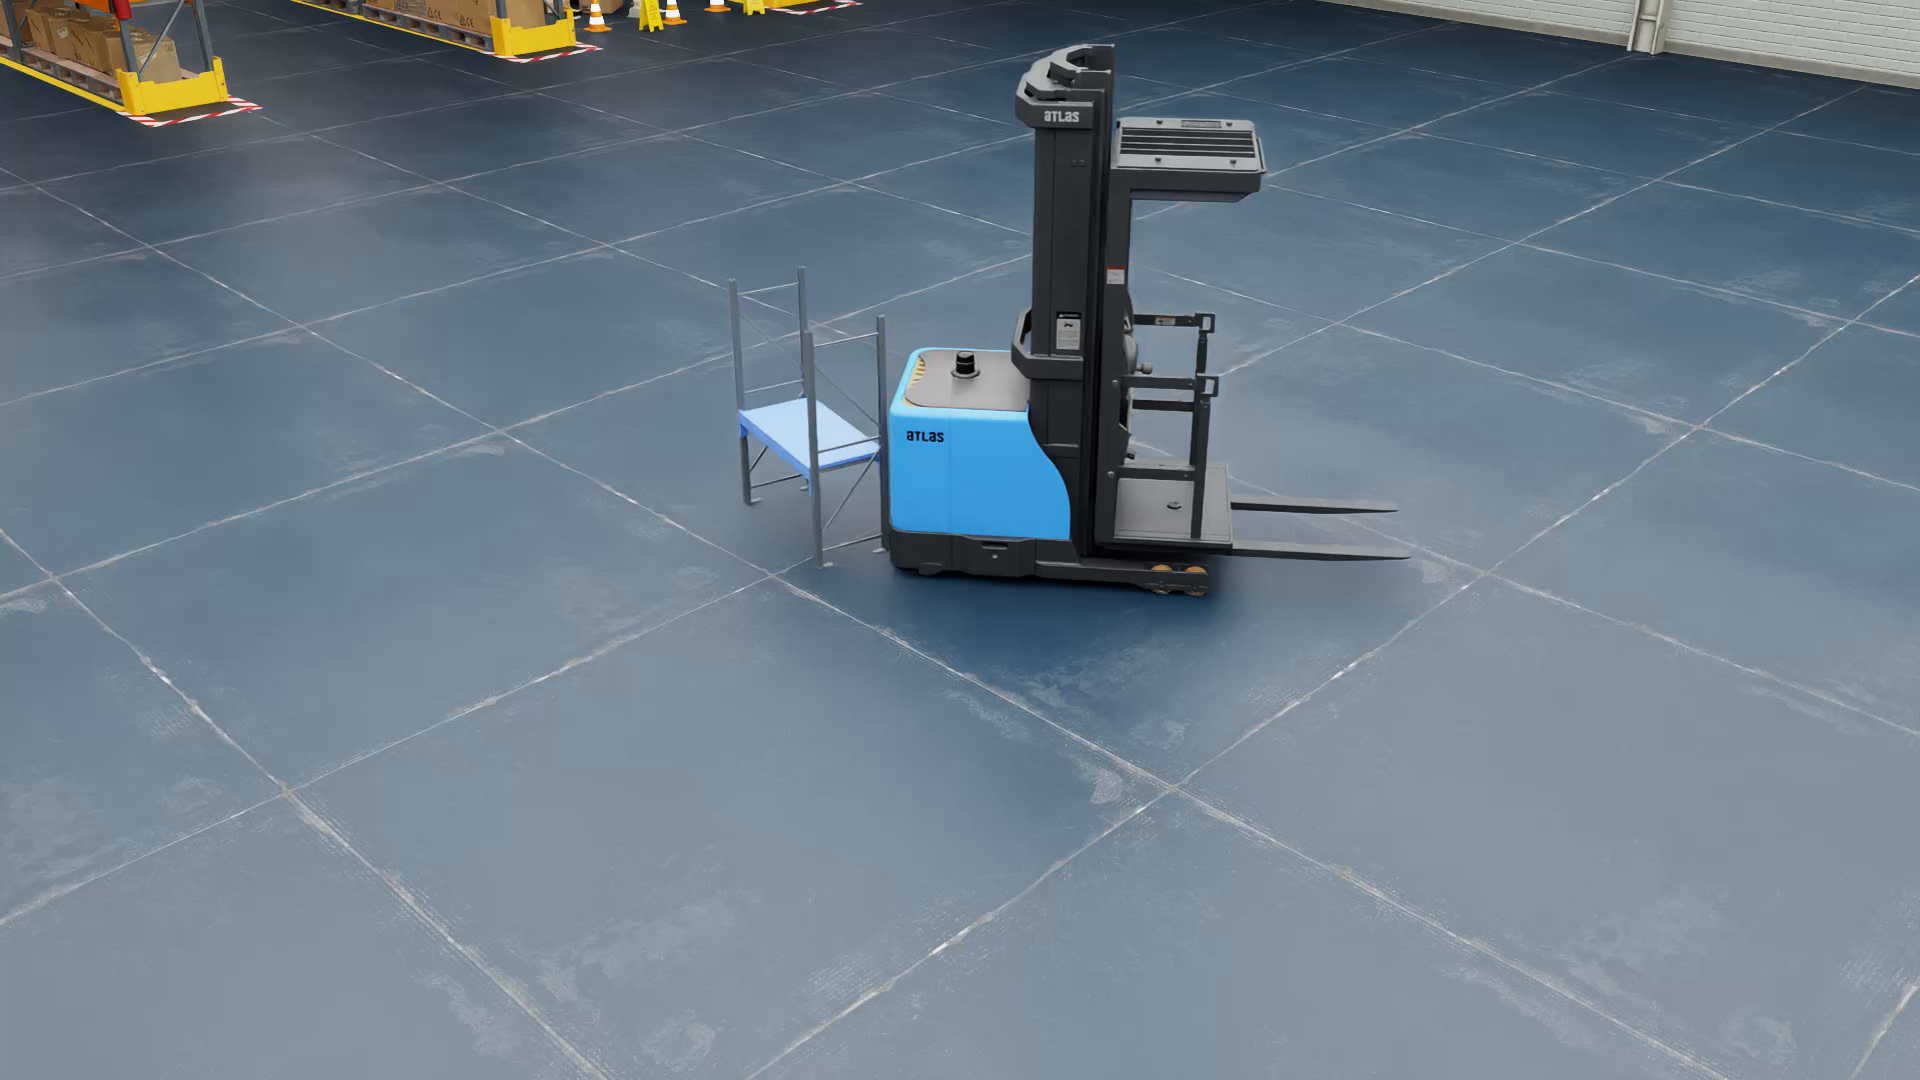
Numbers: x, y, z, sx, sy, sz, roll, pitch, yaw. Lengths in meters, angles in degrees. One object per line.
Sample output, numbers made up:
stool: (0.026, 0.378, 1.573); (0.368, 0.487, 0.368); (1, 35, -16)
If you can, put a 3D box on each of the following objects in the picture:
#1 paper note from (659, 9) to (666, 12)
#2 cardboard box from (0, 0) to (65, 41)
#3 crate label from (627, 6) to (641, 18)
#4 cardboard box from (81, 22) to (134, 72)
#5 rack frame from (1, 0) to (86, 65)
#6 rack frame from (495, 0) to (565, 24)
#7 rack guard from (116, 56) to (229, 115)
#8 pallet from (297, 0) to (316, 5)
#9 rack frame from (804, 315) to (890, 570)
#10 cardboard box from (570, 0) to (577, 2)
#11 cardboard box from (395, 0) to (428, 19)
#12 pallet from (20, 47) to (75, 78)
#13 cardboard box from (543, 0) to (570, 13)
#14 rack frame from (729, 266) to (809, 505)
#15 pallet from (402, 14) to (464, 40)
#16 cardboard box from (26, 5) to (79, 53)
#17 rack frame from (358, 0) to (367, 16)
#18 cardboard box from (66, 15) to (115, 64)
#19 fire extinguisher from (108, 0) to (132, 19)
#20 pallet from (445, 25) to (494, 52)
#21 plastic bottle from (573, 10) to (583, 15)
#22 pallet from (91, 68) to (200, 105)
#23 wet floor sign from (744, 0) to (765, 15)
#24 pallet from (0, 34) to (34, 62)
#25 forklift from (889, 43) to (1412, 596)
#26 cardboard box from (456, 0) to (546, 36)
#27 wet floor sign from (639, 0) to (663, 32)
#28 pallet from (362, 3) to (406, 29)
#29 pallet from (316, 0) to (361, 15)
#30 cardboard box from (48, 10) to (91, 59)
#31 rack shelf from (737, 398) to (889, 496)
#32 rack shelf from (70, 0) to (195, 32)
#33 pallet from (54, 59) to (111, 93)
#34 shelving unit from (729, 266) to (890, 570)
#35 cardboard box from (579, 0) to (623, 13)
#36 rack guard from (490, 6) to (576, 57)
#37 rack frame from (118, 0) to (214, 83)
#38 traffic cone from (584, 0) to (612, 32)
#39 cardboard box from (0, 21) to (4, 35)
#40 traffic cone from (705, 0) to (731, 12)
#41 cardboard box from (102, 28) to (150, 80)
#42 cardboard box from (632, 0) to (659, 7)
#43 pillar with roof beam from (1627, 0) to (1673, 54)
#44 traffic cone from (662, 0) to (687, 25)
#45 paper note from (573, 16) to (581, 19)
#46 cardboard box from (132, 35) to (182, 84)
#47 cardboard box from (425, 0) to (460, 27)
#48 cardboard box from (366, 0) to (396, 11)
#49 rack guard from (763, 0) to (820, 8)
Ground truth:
paper note: (-4.650, -8.250, 25.906); (0.142, 0.019, 0.148); (12, 30, 22)
cardboard box: (-12.804, -7.228, 22.987); (0.500, 0.500, 0.700); (21, 34, 35)
crate label: (-4.932, -8.118, 25.541); (0.298, 0.136, 0.250); (7, 29, 13)
cardboard box: (-10.846, -6.310, 21.262); (0.500, 0.500, 0.500); (-21, 34, -35)
rack frame: (-12.381, -7.932, 22.113); (0.127, 3.000, 1.000); (25, 36, 38)
rack frame: (-5.979, -8.240, 22.698); (0.127, 3.000, 1.000); (25, 36, 38)
rack guard: (-9.583, -5.546, 20.259); (0.348, 0.500, 1.175); (25, 36, 38)
pallet: (-10.309, -8.936, 27.018); (1.213, 0.211, 1.003); (25, 36, 38)
rack frame: (-0.647, -0.552, 9.689); (0.500, 1.500, 0.032); (-16, 32, -27)
cardboard box: (-6.281, -8.906, 26.502); (0.503, 0.637, 0.797); (25, 36, 38)
cardboard box: (-7.787, -8.270, 24.586); (0.875, 0.875, 0.875); (25, 37, 39)
pallet: (-11.877, -6.491, 22.367); (1.213, 0.211, 1.003); (25, 36, 38)
cardboard box: (-6.315, -8.386, 25.912); (0.396, 0.266, 0.258); (-18, 33, -31)
rack frame: (-1.172, -0.958, 10.460); (0.500, 1.500, 0.032); (-16, 32, -27)
pallet: (-7.470, -7.639, 24.551); (1.213, 0.211, 1.003); (25, 36, 38)
cardboard box: (-12.124, -6.868, 22.323); (0.500, 0.500, 0.500); (23, 36, 37)
rack frame: (-8.831, -9.545, 25.180); (0.127, 3.000, 1.000); (25, 36, 38)
cardboard box: (-11.212, -6.507, 21.637); (0.500, 0.500, 0.500); (21, 34, 34)
fire extinguisher: (-9.770, -6.403, 19.287); (0.183, 0.674, 0.296); (25, 36, 38)
pallet: (-6.604, -7.241, 23.794); (1.213, 0.211, 1.003); (25, 36, 38)
plastic bottle: (-5.982, -8.156, 25.695); (0.283, 0.061, 0.133); (12, 30, 22)
pallet: (-10.137, -5.695, 20.853); (1.213, 0.211, 1.003); (25, 36, 38)
wet floor sign: (-3.195, -8.457, 25.640); (0.267, 0.644, 0.232); (-13, 30, -22)
pallet: (-12.937, -6.952, 23.244); (1.213, 0.211, 1.003); (25, 36, 38)
forklift: (1.140, -1.236, 9.451); (3.031, 2.935, 1.130); (3, 28, 6)
cardboard box: (-6.509, -7.685, 23.474); (0.875, 0.875, 0.875); (25, 37, 39)
wet floor sign: (-4.570, -7.846, 24.478); (0.232, 0.644, 0.267); (18, 33, 30)
pallet: (-8.344, -8.037, 25.308); (1.213, 0.211, 1.003); (25, 36, 38)
pallet: (-9.434, -8.538, 26.261); (1.213, 0.211, 1.003); (25, 36, 38)
cardboard box: (-11.710, -6.684, 21.973); (0.500, 0.500, 0.500); (-13, 31, -24)
rack shelf: (-0.909, -0.596, 10.158); (0.538, 0.185, 1.000); (-16, 32, -27)
rack shelf: (-10.955, -6.961, 21.039); (4.000, 0.370, 1.077); (25, 36, 38)
pallet: (-11.003, -6.093, 21.610); (1.213, 0.211, 1.003); (25, 36, 38)
shelving unit: (-0.909, -0.755, 10.074); (0.538, 1.500, 1.048); (-16, 32, -27)
cardboard box: (-5.608, -8.544, 25.958); (0.637, 0.503, 0.797); (2, 28, 4)
rack guard: (-5.962, -7.126, 23.265); (0.348, 0.500, 1.175); (25, 36, 38)
rack frame: (-9.529, -6.627, 19.630); (0.127, 3.000, 1.000); (25, 36, 38)
traffic cone: (-5.362, -7.762, 24.514); (0.334, 0.463, 0.336); (25, 36, 38)
cardboard box: (-13.131, -7.390, 23.294); (0.500, 0.500, 0.700); (24, 36, 38)
traffic cone: (-3.792, -8.505, 25.928); (0.334, 0.463, 0.336); (25, 36, 38)
cardboard box: (-10.412, -6.100, 20.862); (0.500, 0.500, 0.500); (-15, 31, -27)
cardboard box: (-4.931, -8.411, 26.087); (0.380, 0.149, 0.250); (-7, 29, -14)
pillar with roof beam: (6.571, -9.402, 18.461); (0.400, 9.000, 9.100); (25, 36, 38)
traffic cone: (-4.328, -8.026, 25.017); (0.334, 0.463, 0.336); (25, 36, 38)
paper note: (-5.877, -7.987, 25.408); (0.144, 0.017, 0.142); (-13, 30, -22)
cardboard box: (-9.962, -5.916, 20.513); (0.500, 0.500, 0.500); (-18, 33, -30)
cardboard box: (-7.138, -7.971, 24.019); (0.875, 0.875, 0.875); (24, 36, 38)
cardboard box: (-8.432, -8.562, 25.143); (0.875, 0.875, 0.875); (-25, 36, -38)
rack guard: (-2.635, -8.834, 26.514); (0.348, 0.500, 1.175); (25, 36, 38)
